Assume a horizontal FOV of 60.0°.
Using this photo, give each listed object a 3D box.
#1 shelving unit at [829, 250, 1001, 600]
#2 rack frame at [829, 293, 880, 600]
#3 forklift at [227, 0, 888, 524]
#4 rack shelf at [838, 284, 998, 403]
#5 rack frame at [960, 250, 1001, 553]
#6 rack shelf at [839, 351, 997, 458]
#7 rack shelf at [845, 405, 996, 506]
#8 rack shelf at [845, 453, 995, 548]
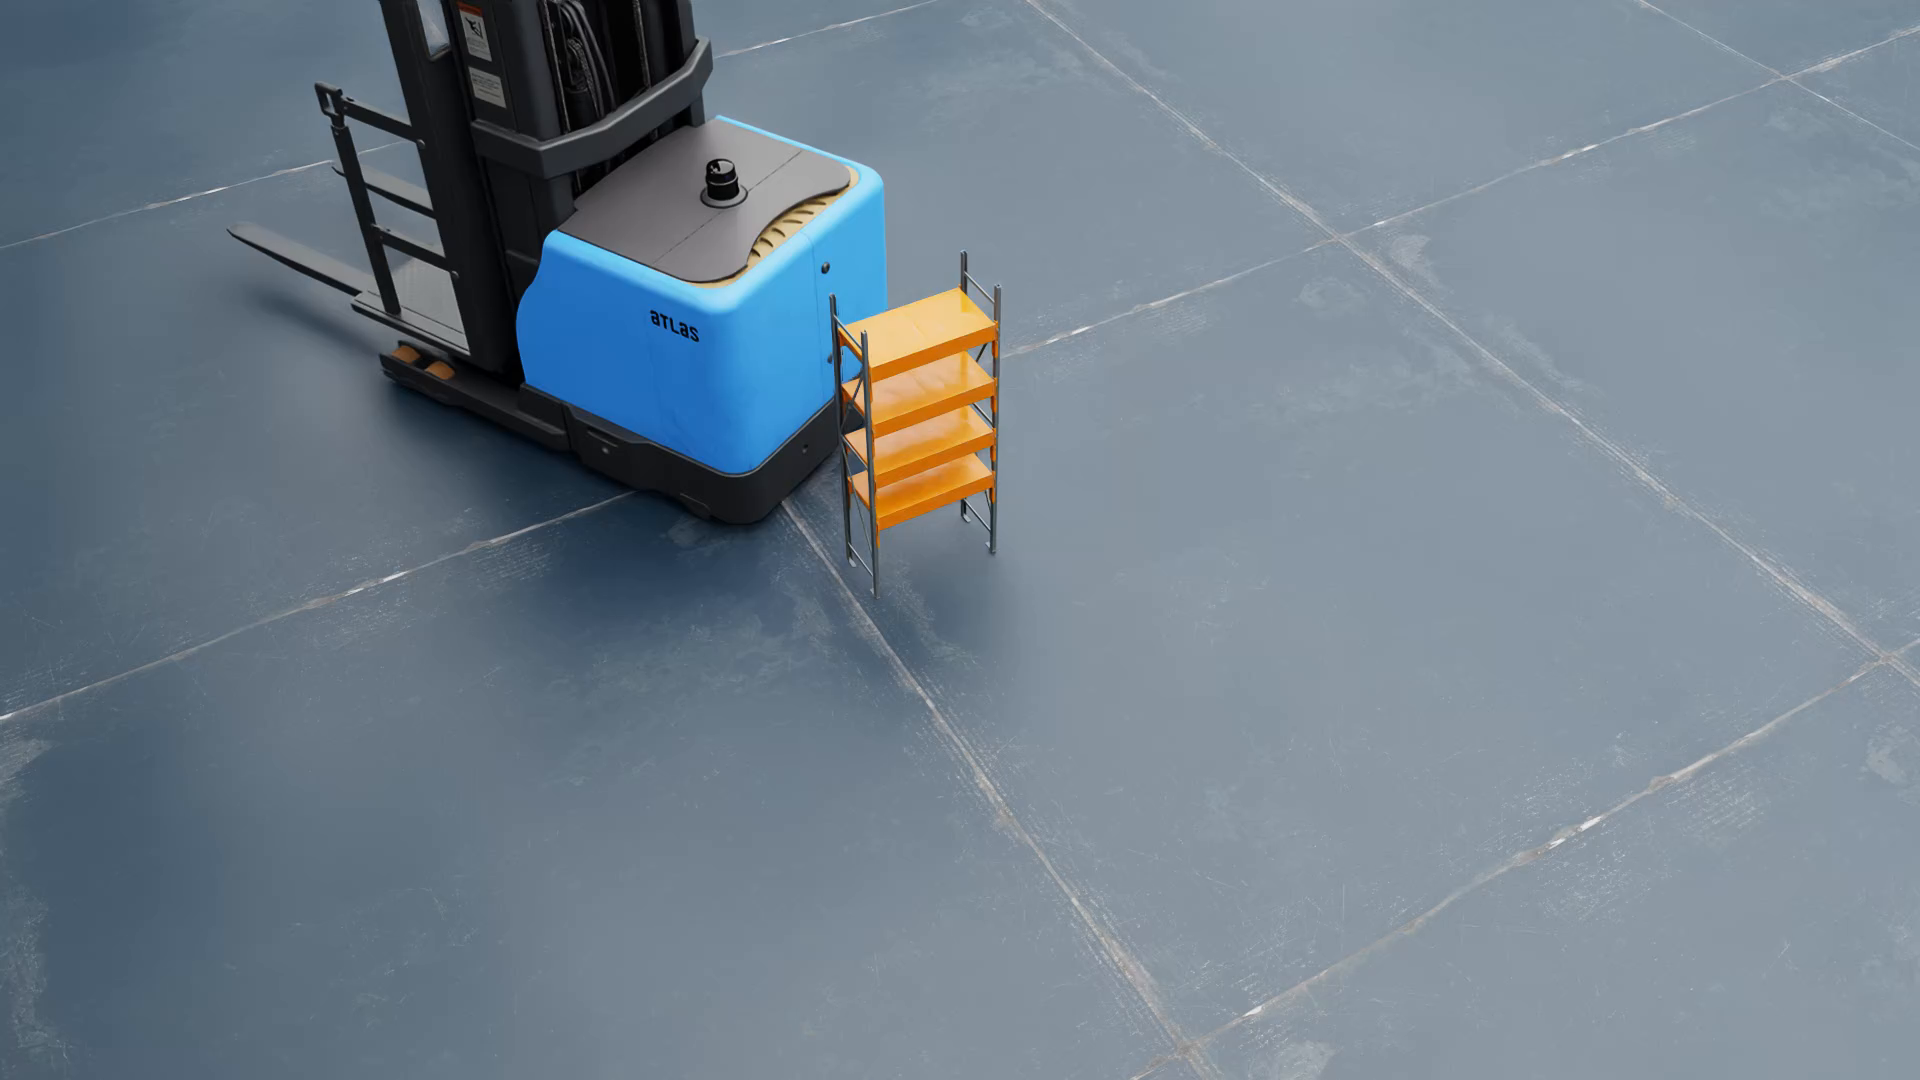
[{"bbox_3d":[-0.144,-0.373,5.773,0.503,1.200,0.258,-22,48,-21],"label":"shelving unit"},{"bbox_3d":[-0.355,-0.288,5.686,0.015,1.200,0.240,-22,48,-21],"label":"rack frame"},{"bbox_3d":[-1.786,-1.903,6.106,3.031,2.935,1.130,24,49,23],"label":"forklift"},{"bbox_3d":[-0.144,-0.655,5.499,0.480,0.148,0.258,-22,48,-21],"label":"rack shelf"},{"bbox_3d":[0.068,-0.458,5.860,0.015,1.200,0.240,-22,48,-21],"label":"rack frame"},{"bbox_3d":[-0.144,-0.485,5.664,0.480,0.148,0.258,-22,48,-21],"label":"rack shelf"},{"bbox_3d":[-0.144,-0.325,5.820,0.480,0.148,0.258,-22,48,-21],"label":"rack shelf"},{"bbox_3d":[-0.144,-0.182,5.958,0.480,0.148,0.258,-22,48,-21],"label":"rack shelf"}]
